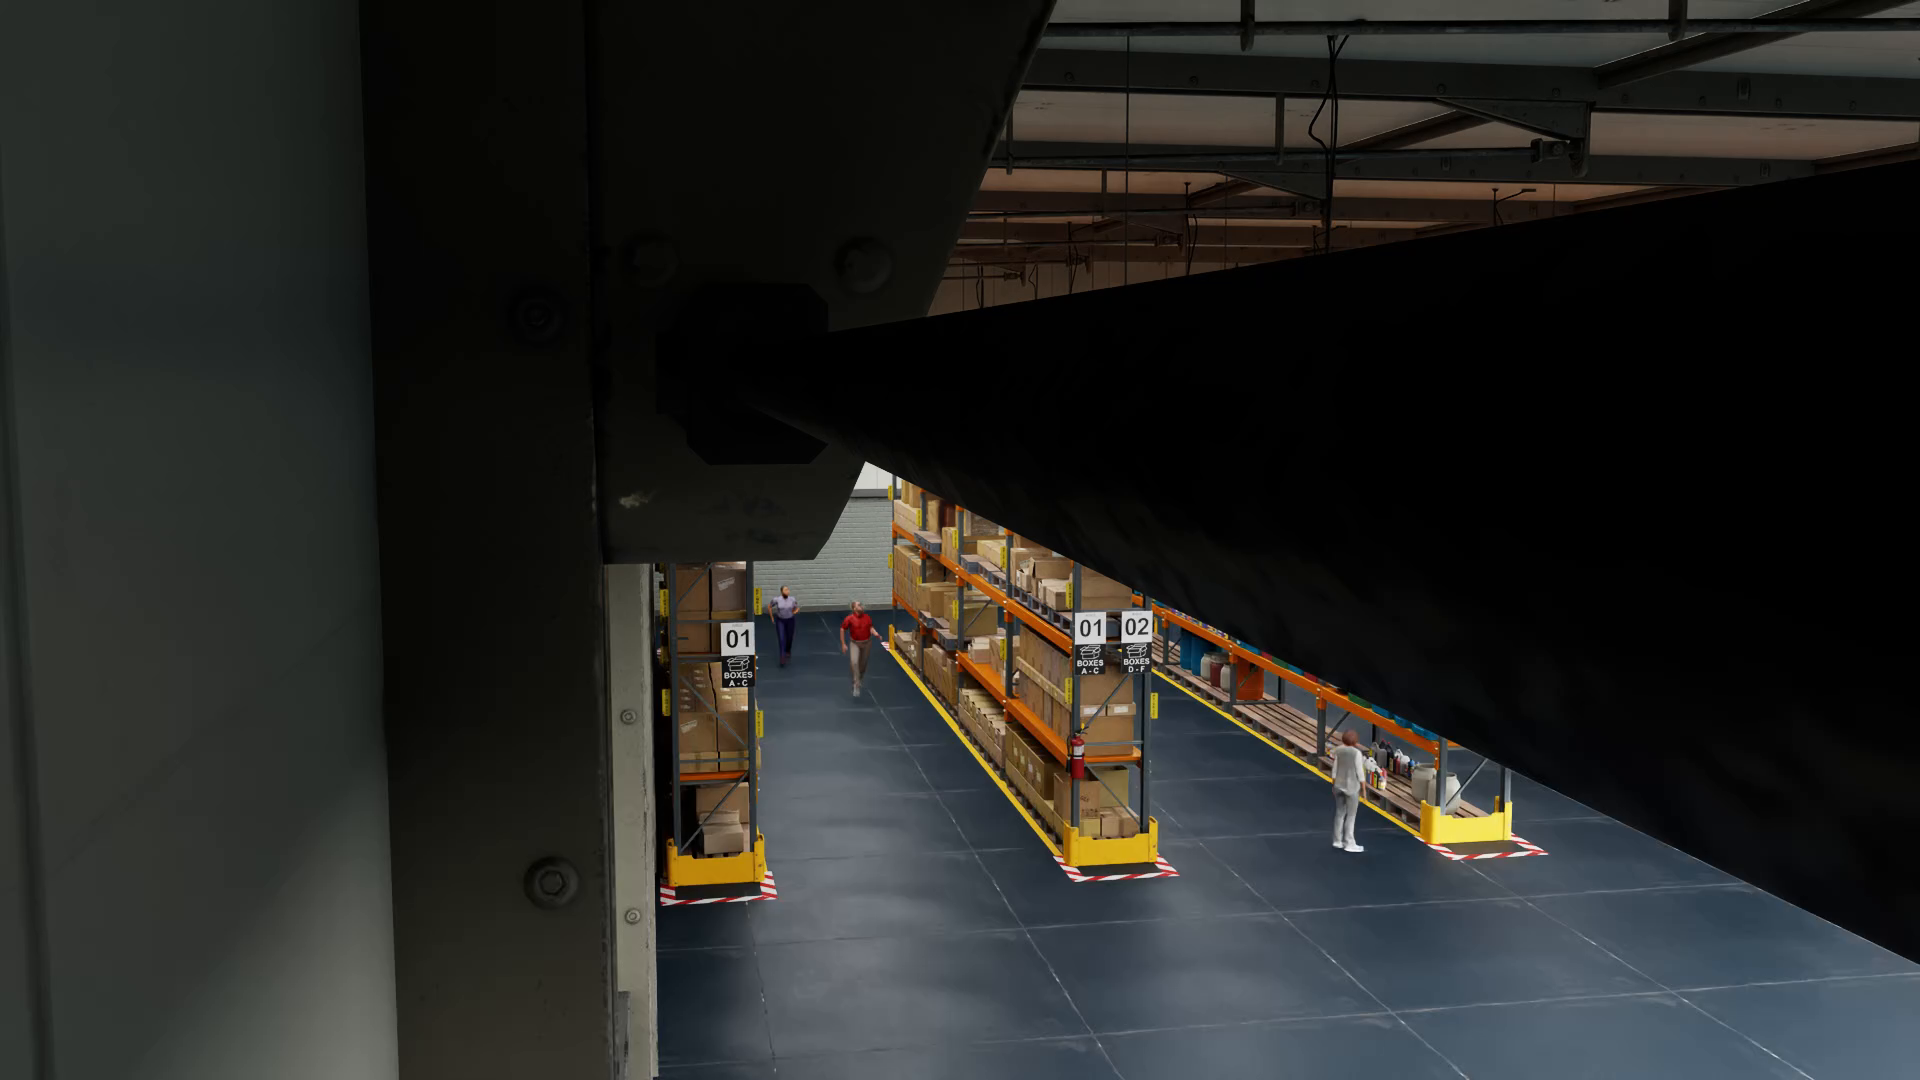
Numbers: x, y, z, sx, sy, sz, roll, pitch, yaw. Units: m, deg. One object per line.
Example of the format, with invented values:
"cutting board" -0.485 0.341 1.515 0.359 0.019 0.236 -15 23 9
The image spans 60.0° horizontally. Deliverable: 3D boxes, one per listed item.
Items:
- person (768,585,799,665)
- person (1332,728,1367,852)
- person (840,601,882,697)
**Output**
"person" -3.678 1.743 34.758 0.658 1.600 1.028 -1 6 -9
"person" 5.015 3.260 21.473 0.332 1.645 0.501 -5 8 -41
"person" -1.860 1.996 31.110 0.747 1.706 0.985 -1 6 -10
